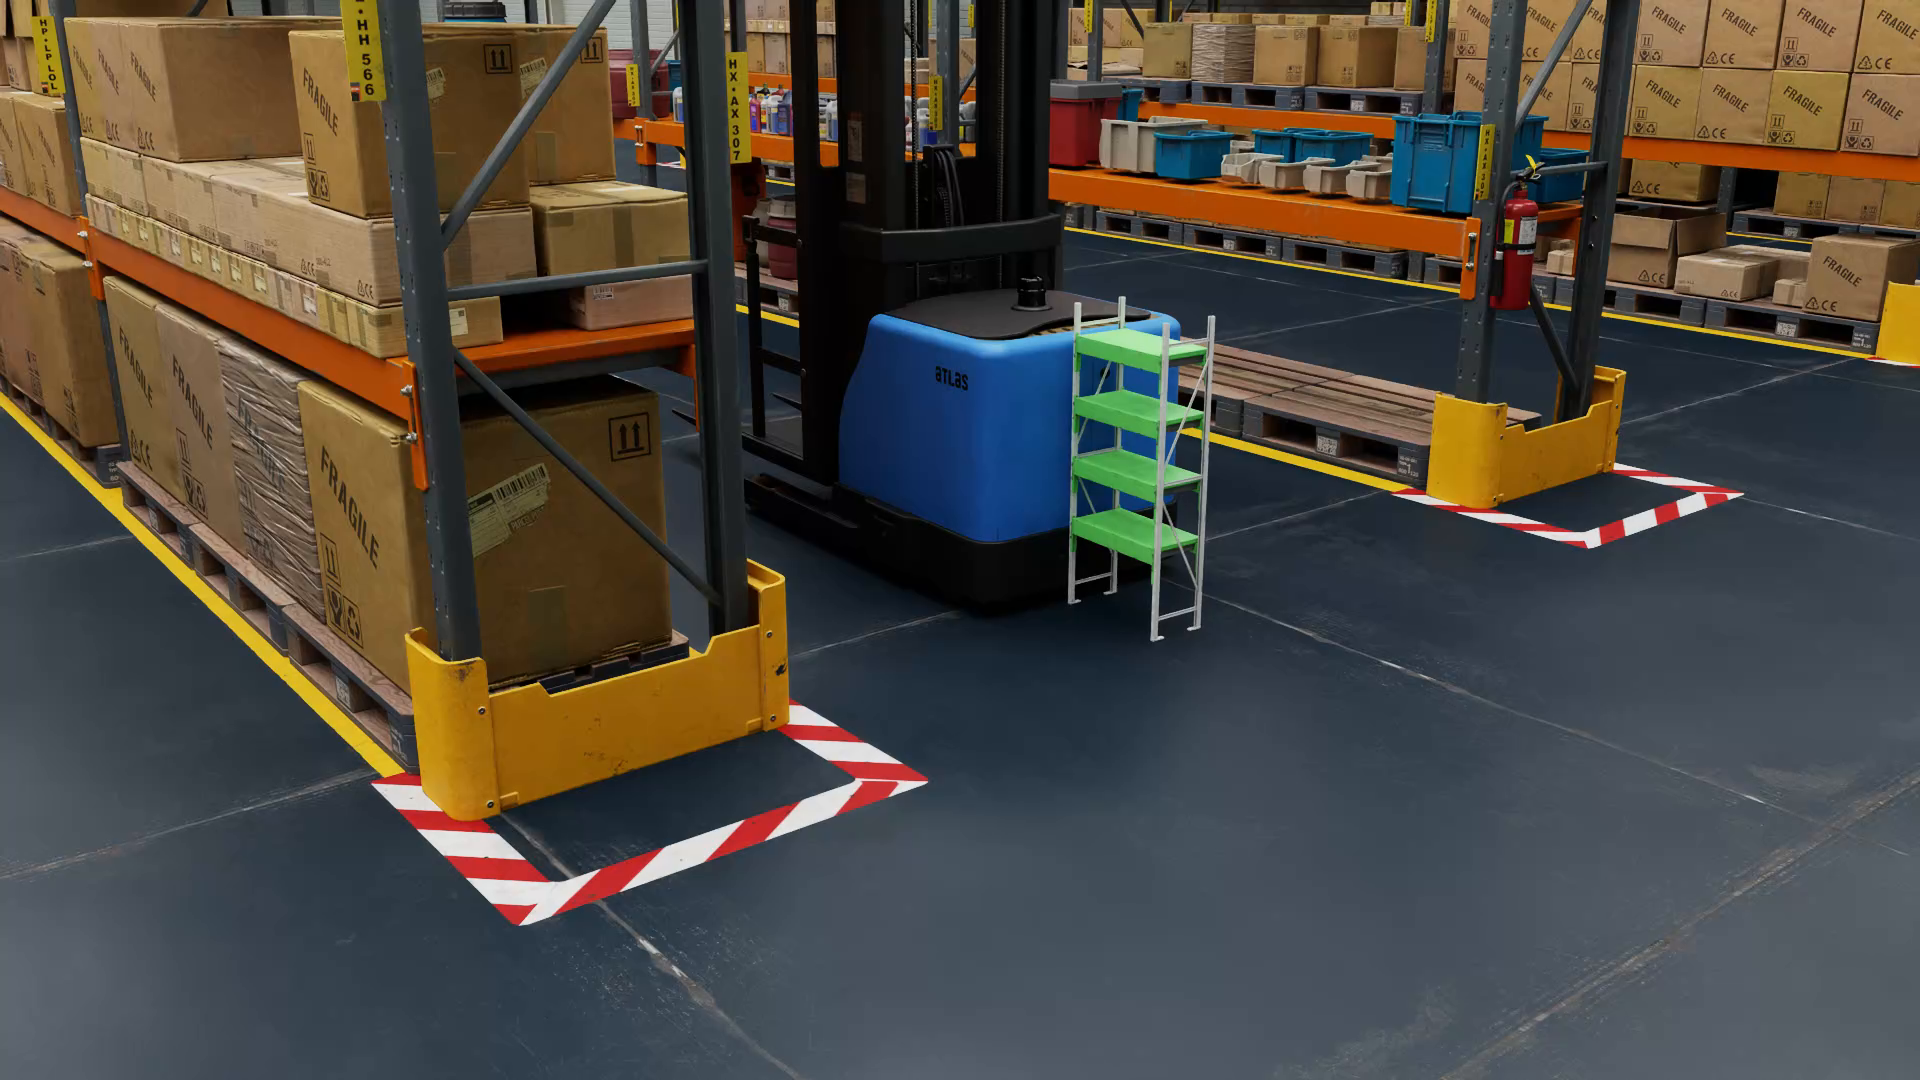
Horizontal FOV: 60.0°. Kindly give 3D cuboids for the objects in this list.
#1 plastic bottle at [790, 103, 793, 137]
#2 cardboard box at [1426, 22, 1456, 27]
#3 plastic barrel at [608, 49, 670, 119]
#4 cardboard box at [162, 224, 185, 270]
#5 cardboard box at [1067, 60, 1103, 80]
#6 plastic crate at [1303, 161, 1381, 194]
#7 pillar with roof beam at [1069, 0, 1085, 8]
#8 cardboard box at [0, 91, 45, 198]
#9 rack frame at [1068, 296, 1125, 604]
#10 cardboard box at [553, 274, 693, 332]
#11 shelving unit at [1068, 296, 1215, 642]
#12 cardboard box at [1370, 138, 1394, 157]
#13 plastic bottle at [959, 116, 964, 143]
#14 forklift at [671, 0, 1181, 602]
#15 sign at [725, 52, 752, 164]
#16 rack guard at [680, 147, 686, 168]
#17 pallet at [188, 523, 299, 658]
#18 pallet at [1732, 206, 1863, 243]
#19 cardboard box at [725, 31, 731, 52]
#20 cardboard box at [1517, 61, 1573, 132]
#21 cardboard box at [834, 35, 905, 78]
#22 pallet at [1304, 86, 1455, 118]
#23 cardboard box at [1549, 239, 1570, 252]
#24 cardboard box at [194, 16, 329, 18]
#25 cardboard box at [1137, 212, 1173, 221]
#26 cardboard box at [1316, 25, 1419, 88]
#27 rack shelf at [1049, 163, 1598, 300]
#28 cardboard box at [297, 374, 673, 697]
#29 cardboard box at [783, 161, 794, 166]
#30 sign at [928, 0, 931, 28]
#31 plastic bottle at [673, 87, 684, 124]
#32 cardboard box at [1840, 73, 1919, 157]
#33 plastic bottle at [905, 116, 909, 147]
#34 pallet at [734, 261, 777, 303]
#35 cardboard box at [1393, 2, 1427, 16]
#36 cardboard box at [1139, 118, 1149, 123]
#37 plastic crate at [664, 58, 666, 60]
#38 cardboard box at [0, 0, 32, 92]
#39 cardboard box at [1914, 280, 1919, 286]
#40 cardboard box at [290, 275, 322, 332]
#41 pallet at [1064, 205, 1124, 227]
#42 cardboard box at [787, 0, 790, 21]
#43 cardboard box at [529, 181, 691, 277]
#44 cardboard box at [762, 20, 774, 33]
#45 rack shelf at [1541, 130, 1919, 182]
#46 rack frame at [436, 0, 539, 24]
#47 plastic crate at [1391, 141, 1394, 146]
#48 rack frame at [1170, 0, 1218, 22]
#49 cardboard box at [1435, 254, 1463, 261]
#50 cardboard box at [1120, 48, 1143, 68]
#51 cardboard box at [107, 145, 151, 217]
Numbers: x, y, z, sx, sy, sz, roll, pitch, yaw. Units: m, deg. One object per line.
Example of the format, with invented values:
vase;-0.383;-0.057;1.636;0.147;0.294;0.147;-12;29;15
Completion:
plastic bottle;-1.166;-3.036;11.945;0.061;0.283;0.133;-14;23;-36
cardboard box;5.662;-5.652;18.997;0.500;0.500;0.500;-13;22;-35
plastic barrel;-2.731;-3.810;13.881;0.600;0.536;0.708;-14;23;-36
cardboard box;-2.876;-1.162;6.499;0.380;0.149;0.250;-14;23;-35
cardboard box;1.277;-4.872;17.446;0.500;0.311;0.500;-14;23;-37
plastic crate;1.945;-1.862;8.539;0.396;0.136;0.243;-14;23;-36
pillar with roof beam;-1.668;-9.599;22.037;9.100;9.000;0.400;-14;23;-36
cardboard box;-4.740;-2.098;8.768;0.500;0.500;0.500;-14;23;-37
rack frame;0.530;-0.338;6.474;0.240;1.200;0.015;-13;22;-34
cardboard box;-1.082;-0.785;5.361;0.380;0.149;0.250;-14;23;-36
shelving unit;0.673;-0.276;6.286;0.258;1.200;0.503;-13;22;-34
cardboard box;5.073;-4.813;20.404;0.700;0.500;0.500;-14;23;-35
plastic bottle;-0.024;-2.860;11.544;0.097;0.201;0.097;0;18;0
forklift;-0.368;-1.552;7.385;1.130;2.935;3.031;-13;22;-34
sign;-0.682;-1.308;5.037;0.100;0.325;0.005;-14;23;-36
rack guard;-3.302;-5.447;23.016;1.175;0.500;0.348;-14;23;-36
pallet;-2.432;0.089;6.757;1.003;0.211;1.213;-14;23;-36
pallet;8.456;-3.112;16.425;1.003;0.211;1.213;-14;23;-36
cardboard box;-2.677;-6.429;21.847;0.700;0.500;0.500;-13;22;-35
cardboard box;4.587;-3.414;12.741;0.500;0.500;0.500;-13;23;-35
cardboard box;-1.084;-5.797;19.940;0.700;0.500;0.500;-15;23;-38
pallet;3.753;-3.798;14.365;1.003;0.211;1.213;-14;23;-36
cardboard box;5.020;-2.360;13.554;0.380;0.149;0.250;-14;23;-36
cardboard box;-3.109;-2.103;7.514;0.500;0.500;0.500;-13;22;-35
cardboard box;2.068;-3.383;16.083;0.500;0.500;0.500;-15;24;-38
cardboard box;3.568;-4.235;14.553;0.700;0.500;0.500;-10;21;-28
rack shelf;1.520;-1.870;9.384;1.077;0.370;4.000;-14;23;-36
cardboard box;-1.581;-0.085;5.560;0.875;0.875;0.875;-14;23;-36
cardboard box;-1.887;-4.853;20.953;0.500;0.250;0.500;-14;23;-36
sign;-0.384;-6.262;19.787;0.100;0.325;0.005;-14;23;-36
plastic bottle;-2.190;-3.462;13.242;0.152;0.276;0.135;-14;23;-36
cardboard box;6.156;-2.790;10.856;0.500;0.500;0.500;-13;22;-34
plastic bottle;-0.399;-2.731;11.025;0.061;0.283;0.133;-14;23;-36
pallet;-1.683;-2.180;13.612;1.003;0.211;1.213;-14;23;-36
cardboard box;5.323;-6.267;19.627;0.250;0.149;0.380;17;25;41
cardboard box;2.402;-5.880;23.624;0.500;0.500;0.500;-16;24;-40
plastic crate;-2.968;-4.179;15.108;0.402;0.464;0.583;-14;23;-36
cardboard box;-4.822;-2.739;9.107;0.797;0.503;0.637;-13;22;-34
cardboard box;6.657;-1.711;11.592;0.380;0.149;0.250;-14;23;-36
cardboard box;-1.918;-0.783;5.354;0.380;0.149;0.250;-14;23;-36
pallet;1.200;-3.543;17.726;1.003;0.211;1.213;-14;23;-36
cardboard box;-1.709;-6.661;20.484;0.700;0.500;0.500;-14;23;-36
cardboard box;-1.207;-0.993;5.356;0.500;0.250;0.500;-15;23;-38
cardboard box;-2.258;-6.465;20.925;0.380;0.149;0.250;-14;23;-36
rack shelf;5.406;-2.836;12.300;1.077;0.370;4.000;-14;23;-36
rack frame;-4.689;-4.676;16.712;1.000;3.000;0.127;-14;23;-36
plastic crate;2.458;-1.955;8.667;0.416;0.233;0.300;-14;23;-36
rack frame;3.078;-6.610;22.552;1.000;3.000;0.127;-14;23;-36
cardboard box;4.255;-2.457;13.589;0.500;0.311;0.500;-14;23;-36
cardboard box;2.546;-6.605;22.746;0.500;0.250;0.500;-14;23;-36
cardboard box;-3.213;-1.518;6.939;0.500;0.250;0.500;-14;23;-36
